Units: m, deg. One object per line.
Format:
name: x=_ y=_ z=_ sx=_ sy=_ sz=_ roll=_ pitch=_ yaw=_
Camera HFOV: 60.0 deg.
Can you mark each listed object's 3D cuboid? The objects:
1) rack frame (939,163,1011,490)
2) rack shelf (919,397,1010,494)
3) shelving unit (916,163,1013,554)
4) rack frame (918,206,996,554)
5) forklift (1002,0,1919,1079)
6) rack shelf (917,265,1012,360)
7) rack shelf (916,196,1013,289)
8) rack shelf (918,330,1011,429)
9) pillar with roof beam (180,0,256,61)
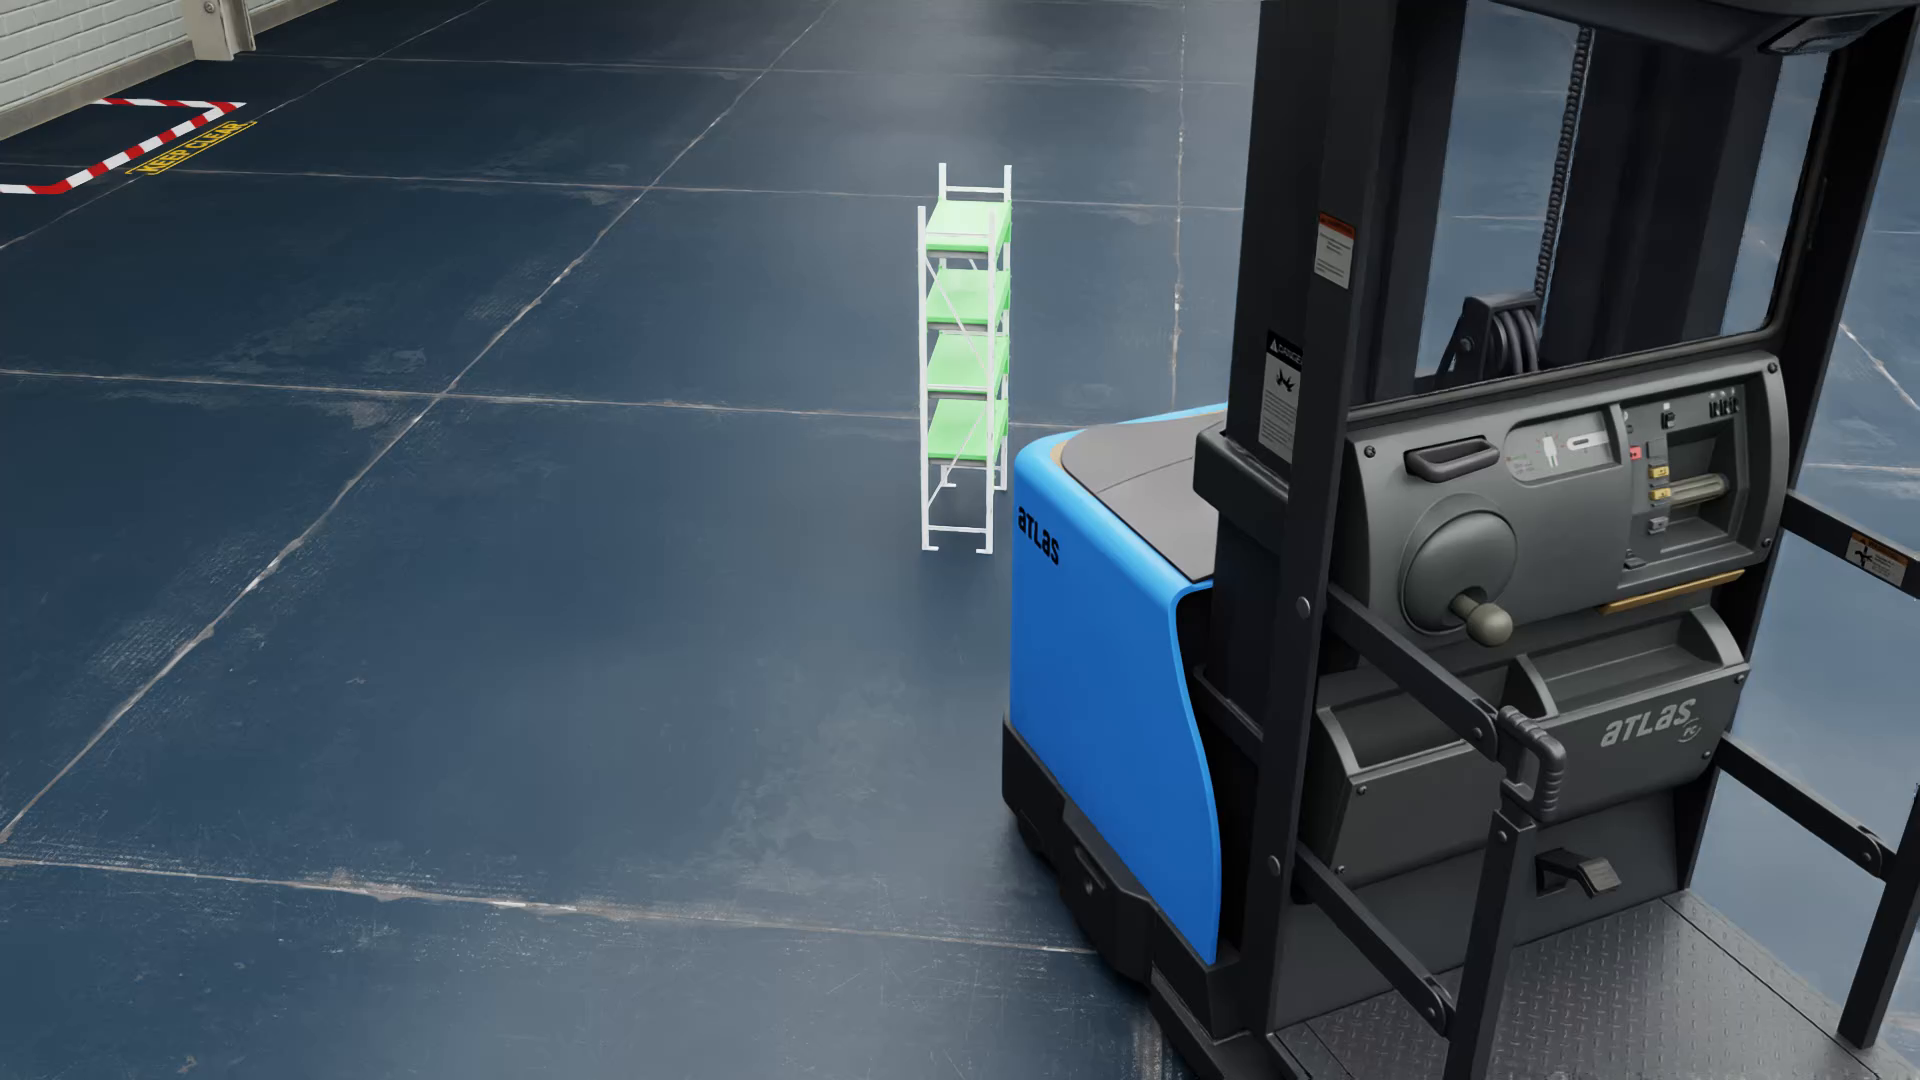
rack frame: x=0.050 y=-0.721 z=5.823 sx=0.240 sy=1.200 sz=0.015 roll=3 pitch=28 yaw=6
rack shelf: x=0.020 y=-0.339 z=5.754 sx=0.258 sy=0.148 sz=0.480 roll=3 pitch=28 yaw=6
shelving unit: x=0.020 y=-0.606 z=5.610 sx=0.258 sy=1.200 sz=0.503 roll=3 pitch=28 yaw=6
rack frame: x=-0.010 y=-0.491 z=5.397 sx=0.240 sy=1.200 sz=0.015 roll=3 pitch=28 yaw=6
forklift: x=1.166 y=-0.032 z=2.720 sx=1.130 sy=2.935 sz=3.031 roll=-12 pitch=30 yaw=-21
rack shelf: x=0.020 y=-0.761 z=5.527 sx=0.258 sy=0.148 sz=0.480 roll=3 pitch=28 yaw=6
rack shelf: x=0.020 y=-0.972 z=5.413 sx=0.258 sy=0.148 sz=0.480 roll=3 pitch=28 yaw=6
rack shelf: x=0.020 y=-0.550 z=5.640 sx=0.258 sy=0.148 sz=0.480 roll=3 pitch=28 yaw=6
pillar with roof beam: x=-1.284 y=-7.380 z=9.961 sx=9.100 sy=9.000 sz=0.400 roll=3 pitch=28 yaw=6
